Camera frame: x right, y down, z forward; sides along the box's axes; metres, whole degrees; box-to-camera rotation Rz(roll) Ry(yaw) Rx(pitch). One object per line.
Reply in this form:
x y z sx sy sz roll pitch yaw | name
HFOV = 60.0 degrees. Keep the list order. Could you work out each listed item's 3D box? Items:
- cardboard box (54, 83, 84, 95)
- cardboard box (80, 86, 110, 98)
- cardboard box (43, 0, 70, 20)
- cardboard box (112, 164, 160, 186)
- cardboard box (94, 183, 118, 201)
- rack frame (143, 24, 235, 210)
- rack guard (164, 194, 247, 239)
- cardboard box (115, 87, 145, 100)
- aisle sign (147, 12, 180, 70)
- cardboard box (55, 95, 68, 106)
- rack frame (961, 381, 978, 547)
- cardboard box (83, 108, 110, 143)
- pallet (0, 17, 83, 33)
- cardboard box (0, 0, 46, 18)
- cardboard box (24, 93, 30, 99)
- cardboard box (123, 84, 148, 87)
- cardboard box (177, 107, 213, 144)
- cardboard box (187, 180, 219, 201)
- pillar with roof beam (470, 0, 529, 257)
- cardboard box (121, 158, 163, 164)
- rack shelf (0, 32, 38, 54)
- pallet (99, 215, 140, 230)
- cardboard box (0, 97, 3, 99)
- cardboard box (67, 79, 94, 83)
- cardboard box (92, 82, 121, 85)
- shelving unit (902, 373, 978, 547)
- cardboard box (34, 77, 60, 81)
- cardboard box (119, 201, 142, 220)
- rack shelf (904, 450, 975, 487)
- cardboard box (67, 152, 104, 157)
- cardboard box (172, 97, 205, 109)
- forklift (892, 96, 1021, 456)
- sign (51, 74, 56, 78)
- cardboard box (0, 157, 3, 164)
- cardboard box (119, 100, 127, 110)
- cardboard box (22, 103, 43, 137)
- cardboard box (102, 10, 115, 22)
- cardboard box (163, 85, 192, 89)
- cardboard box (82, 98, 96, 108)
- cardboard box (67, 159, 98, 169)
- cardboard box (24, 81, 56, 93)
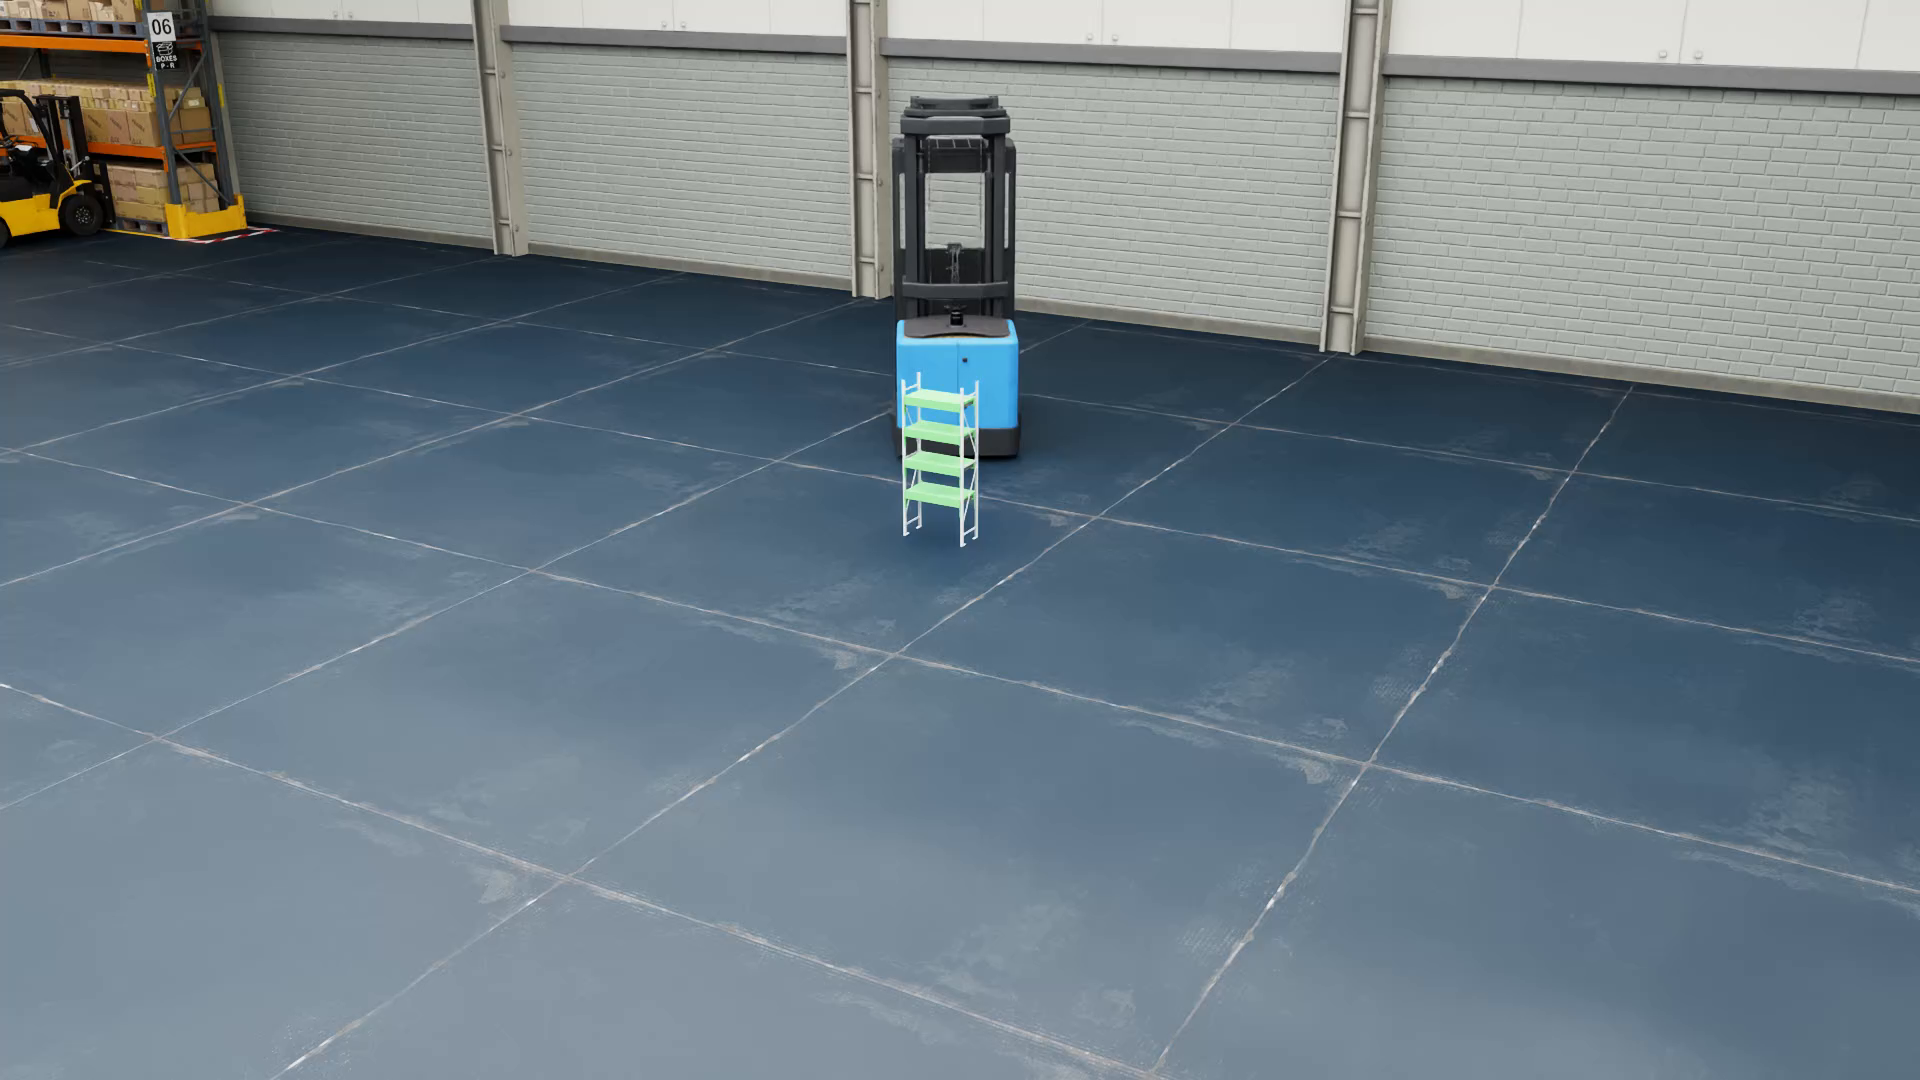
-13.605 -6.903 25.461 0.250 0.149 0.380 11 23 27 | cardboard box
-12.988 -6.749 25.037 0.250 0.149 0.380 11 23 28 | cardboard box
-13.252 -8.090 24.957 0.637 0.503 0.797 12 23 29 | cardboard box
-12.412 -5.519 25.132 0.500 0.250 0.500 11 23 28 | cardboard box
-12.881 -5.372 25.458 0.500 0.250 0.500 10 22 26 | cardboard box
-11.410 -6.078 24.721 0.127 3.000 1.000 11 23 27 | rack frame
-11.389 -4.899 25.136 0.348 0.500 1.175 11 23 27 | rack guard
-12.297 -6.633 24.719 0.250 0.149 0.380 11 23 28 | cardboard box
-11.496 -7.201 24.006 0.004 0.787 0.394 11 23 27 | aisle sign
-13.648 -6.742 25.455 0.250 0.149 0.380 10 22 26 | cardboard box
0.069 -0.551 12.125 0.015 1.200 0.240 11 23 27 | rack frame
-12.863 -6.302 25.194 0.500 0.500 0.500 10 22 26 | cardboard box
-14.144 -7.977 25.689 1.213 0.211 1.003 11 23 27 | pallet
-14.294 -8.145 25.388 0.500 0.311 0.500 11 23 28 | cardboard box
-14.284 -6.886 25.851 0.250 0.149 0.380 11 23 27 | cardboard box
-12.499 -6.864 25.355 0.250 0.149 0.380 12 23 29 | cardboard box
-11.707 -6.290 25.159 0.500 0.500 0.500 12 23 29 | cardboard box
-11.719 -5.357 25.419 0.500 0.250 0.500 11 23 28 | cardboard box
-8.439 -7.002 18.473 0.400 9.000 9.100 11 23 27 | pillar with roof beam
-12.606 -5.757 25.788 0.500 0.250 0.500 11 22 27 | cardboard box
-16.648 -8.147 27.083 4.000 0.370 1.077 11 23 27 | rack shelf
-13.159 -5.085 26.073 1.213 0.211 1.003 11 23 27 | pallet
-15.308 -7.085 26.401 0.250 0.149 0.380 12 23 29 | cardboard box
-13.790 -7.154 26.155 0.250 0.149 0.380 10 22 26 | cardboard box
-13.168 -6.997 25.723 0.250 0.149 0.380 12 23 29 | cardboard box
-0.145 -0.592 12.236 0.503 1.200 0.258 11 23 27 | shelving unit
-14.476 -7.271 26.478 0.250 0.149 0.380 11 23 27 | cardboard box
-12.403 -5.052 25.310 0.500 0.250 0.500 11 23 27 | cardboard box
-0.145 -0.532 12.258 0.480 0.148 0.258 11 23 27 | rack shelf
-13.928 -6.014 26.495 0.500 0.250 0.500 10 22 27 | cardboard box
-11.579 -6.563 24.962 0.250 0.149 0.380 10 22 26 | cardboard box
-0.060 -2.539 15.066 1.130 2.935 3.031 -1 20 -2 | forklift
-14.632 -7.352 26.850 0.005 0.325 0.100 11 23 27 | sign
-15.363 -5.907 27.118 0.625 0.625 0.875 12 23 30 | cardboard box
-12.283 -6.499 24.784 0.250 0.149 0.380 11 23 28 | cardboard box
-14.179 -6.557 25.895 0.500 0.500 0.500 11 23 28 | cardboard box
-12.281 -7.661 24.294 0.250 0.149 0.380 10 22 26 | cardboard box
-11.800 -6.752 25.045 0.250 0.149 0.380 12 23 29 | cardboard box
-12.981 -6.610 25.090 0.250 0.149 0.380 11 23 28 | cardboard box
-13.751 -5.776 25.841 0.500 0.250 0.500 12 23 29 | cardboard box
-14.269 -7.037 25.831 0.250 0.149 0.380 10 22 26 | cardboard box
